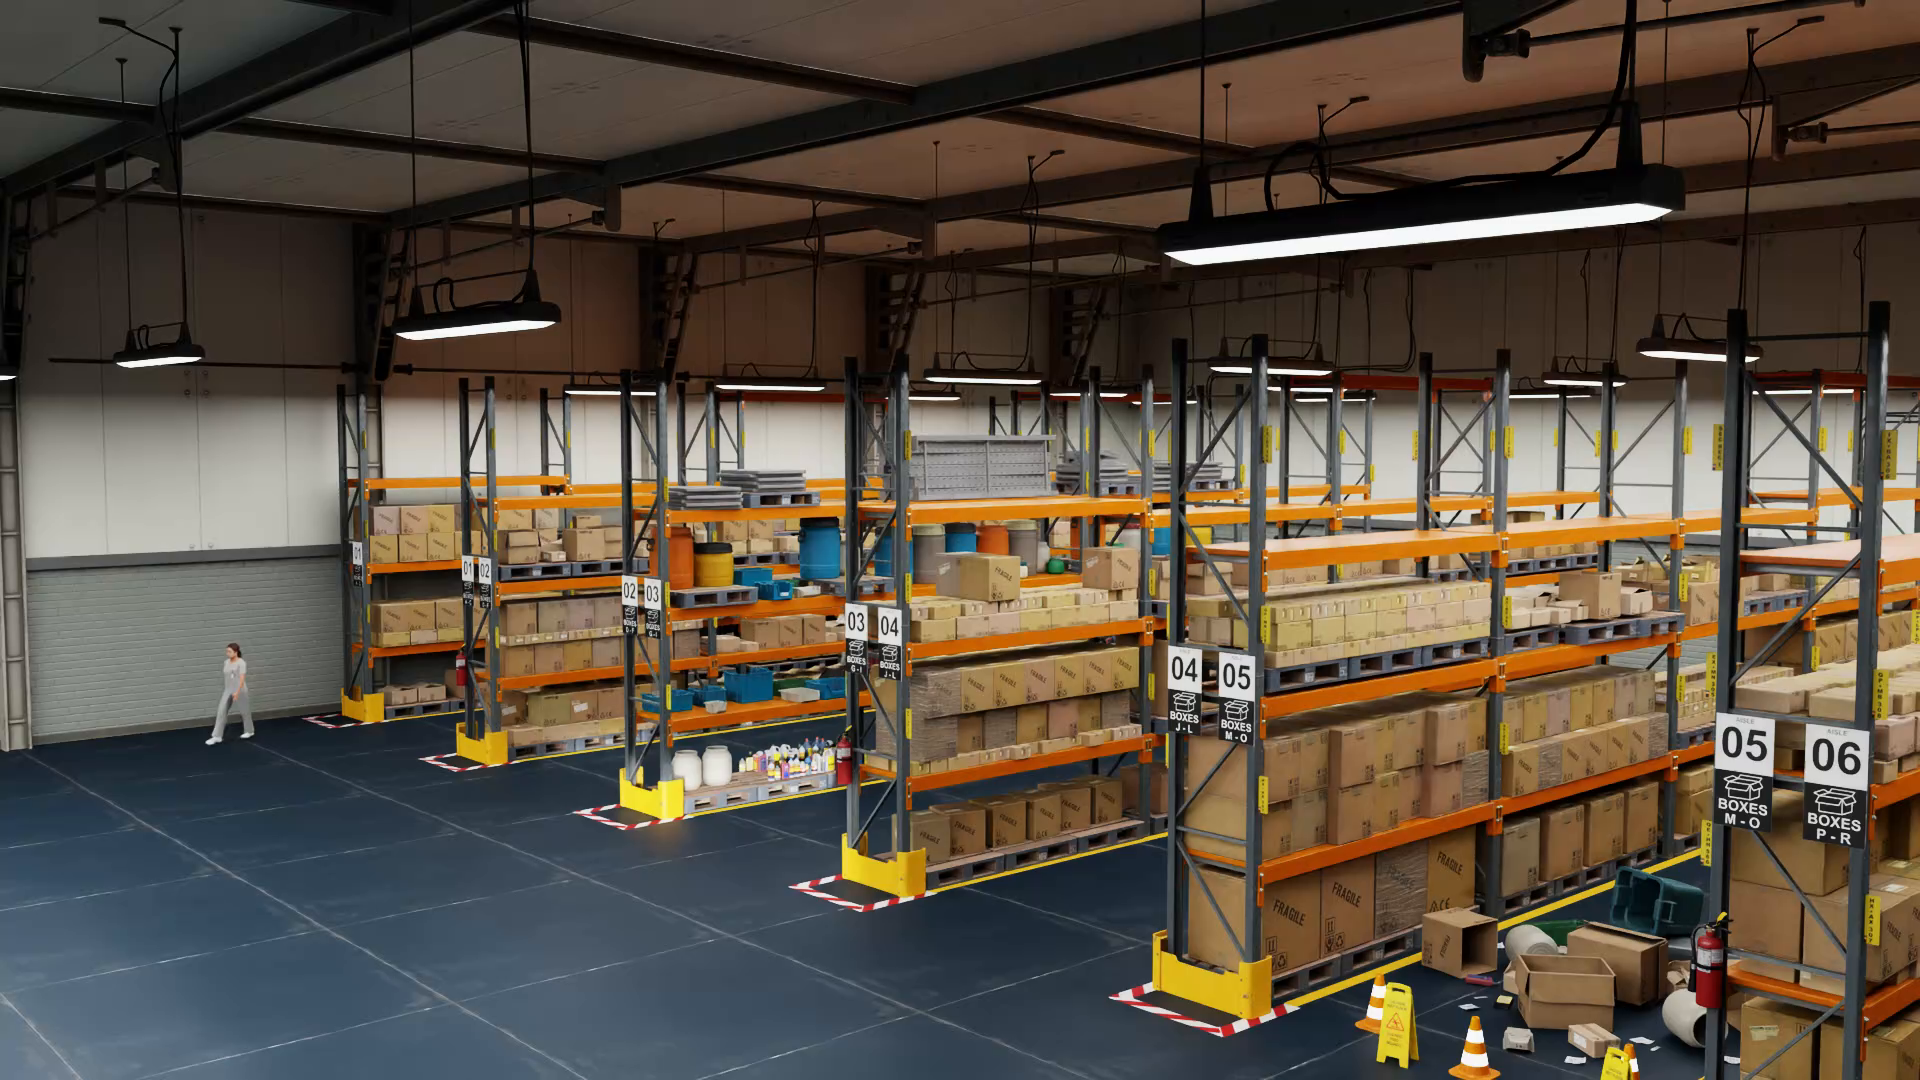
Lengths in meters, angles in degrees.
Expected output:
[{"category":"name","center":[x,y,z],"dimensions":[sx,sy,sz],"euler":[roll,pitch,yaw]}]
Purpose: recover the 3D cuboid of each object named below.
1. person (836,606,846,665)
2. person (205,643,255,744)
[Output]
[{"category":"person","center":[-2.328,2.088,33.686],"dimensions":[0.546,1.690,1.028],"euler":[3,5,35]},{"category":"person","center":[-12.051,2.517,27.535],"dimensions":[0.487,1.624,0.928],"euler":[1,4,8]}]
